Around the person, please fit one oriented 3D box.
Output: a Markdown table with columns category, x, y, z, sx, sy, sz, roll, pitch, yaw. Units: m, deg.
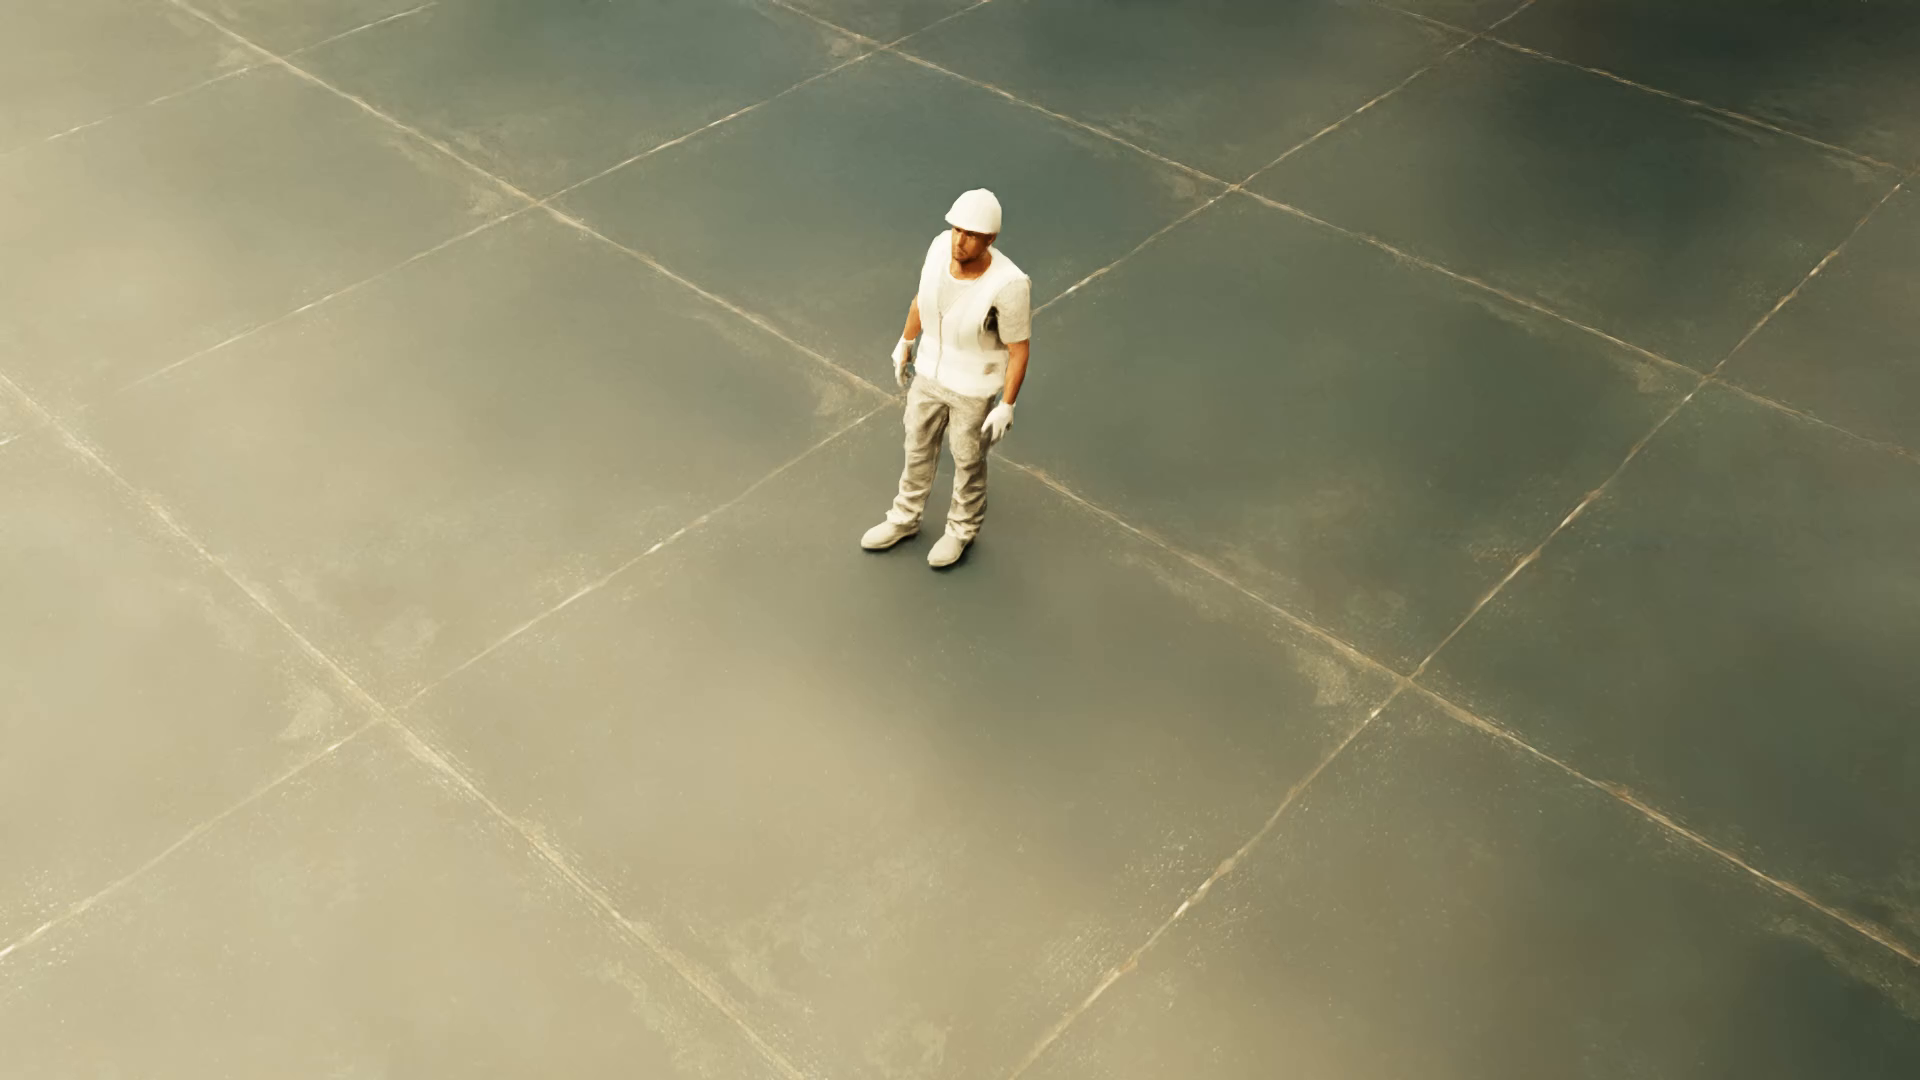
| category | x | y | z | sx | sy | sz | roll | pitch | yaw |
| --- | --- | --- | --- | --- | --- | --- | --- | --- | --- |
| person | -0.055 | -0.651 | 7.058 | 0.655 | 1.782 | 0.576 | 31 | 49 | 31 |
